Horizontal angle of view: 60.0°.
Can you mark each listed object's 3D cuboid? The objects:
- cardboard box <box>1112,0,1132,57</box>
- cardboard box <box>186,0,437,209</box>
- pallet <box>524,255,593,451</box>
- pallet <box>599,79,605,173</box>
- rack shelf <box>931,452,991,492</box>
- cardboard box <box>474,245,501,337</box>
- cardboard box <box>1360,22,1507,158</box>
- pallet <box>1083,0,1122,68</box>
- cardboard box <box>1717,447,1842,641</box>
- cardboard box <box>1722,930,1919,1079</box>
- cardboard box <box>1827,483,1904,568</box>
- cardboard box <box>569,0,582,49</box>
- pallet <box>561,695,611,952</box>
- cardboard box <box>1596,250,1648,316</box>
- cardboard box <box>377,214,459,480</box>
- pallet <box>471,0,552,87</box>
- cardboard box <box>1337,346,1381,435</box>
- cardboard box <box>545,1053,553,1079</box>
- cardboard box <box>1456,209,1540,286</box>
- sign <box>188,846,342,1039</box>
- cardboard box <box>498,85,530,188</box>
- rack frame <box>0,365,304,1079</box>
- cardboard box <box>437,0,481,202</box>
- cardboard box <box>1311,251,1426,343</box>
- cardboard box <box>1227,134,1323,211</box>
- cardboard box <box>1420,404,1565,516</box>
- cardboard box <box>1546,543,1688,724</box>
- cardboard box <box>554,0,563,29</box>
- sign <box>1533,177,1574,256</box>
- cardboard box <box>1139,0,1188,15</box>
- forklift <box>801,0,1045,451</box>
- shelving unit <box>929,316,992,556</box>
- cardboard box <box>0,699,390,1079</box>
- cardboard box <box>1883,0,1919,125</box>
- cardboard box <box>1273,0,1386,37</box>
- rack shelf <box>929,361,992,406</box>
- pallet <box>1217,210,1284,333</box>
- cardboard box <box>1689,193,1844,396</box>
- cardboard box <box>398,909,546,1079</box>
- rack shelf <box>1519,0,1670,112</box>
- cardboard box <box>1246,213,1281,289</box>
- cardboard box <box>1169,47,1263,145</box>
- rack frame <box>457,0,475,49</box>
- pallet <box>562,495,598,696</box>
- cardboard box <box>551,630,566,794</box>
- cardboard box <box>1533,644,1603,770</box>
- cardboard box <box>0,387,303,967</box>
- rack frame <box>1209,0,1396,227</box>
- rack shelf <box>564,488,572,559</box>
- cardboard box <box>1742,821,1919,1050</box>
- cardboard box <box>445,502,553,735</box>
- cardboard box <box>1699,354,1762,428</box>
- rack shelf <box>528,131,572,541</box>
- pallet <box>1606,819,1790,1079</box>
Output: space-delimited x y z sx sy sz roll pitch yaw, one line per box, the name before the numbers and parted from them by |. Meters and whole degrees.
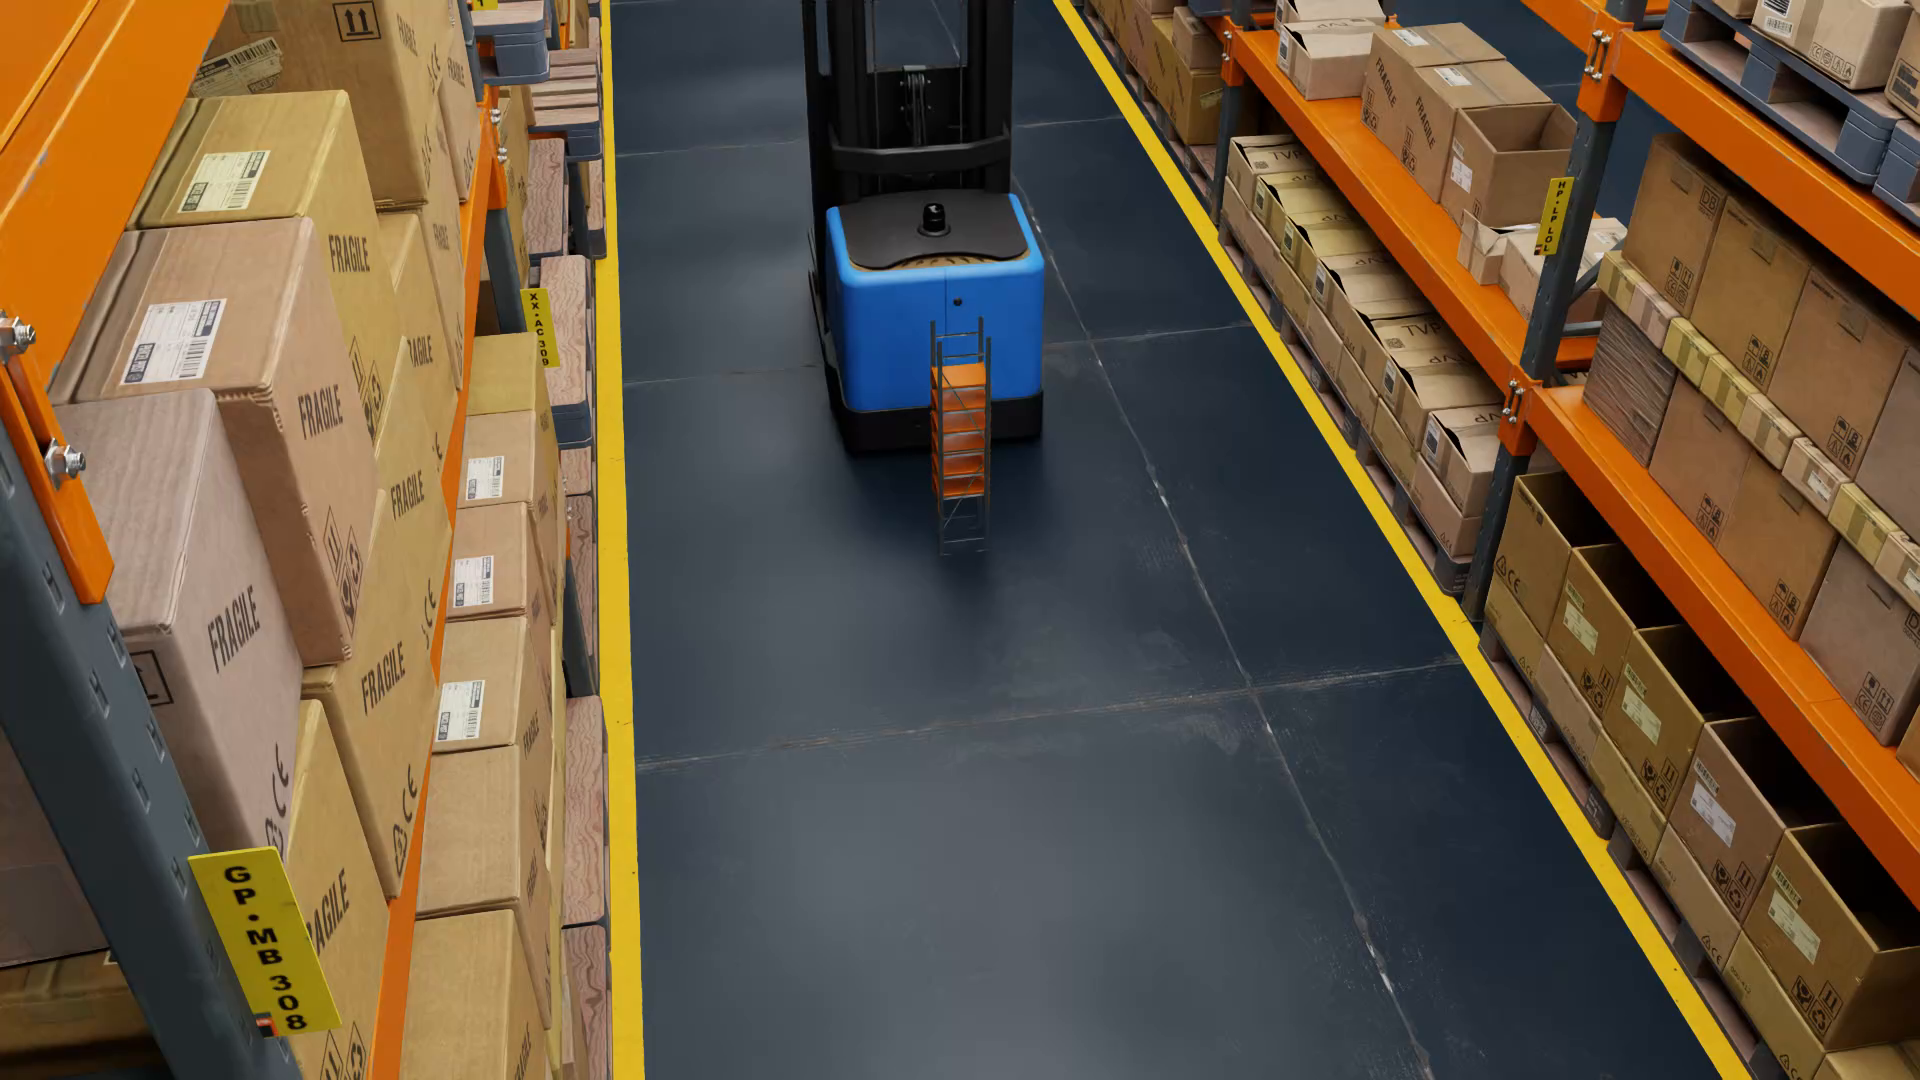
cardboard box | 1.460 -3.965 12.488 0.500 0.500 0.500 -6 38 -7
cardboard box | -1.481 -1.063 3.715 0.500 0.500 0.500 -7 38 -10
pallet | -2.035 -0.755 6.833 1.003 0.211 1.213 -6 38 -8
pallet | -3.020 -2.888 11.695 1.003 0.211 1.213 -6 38 -8
rack shelf | 0.003 -0.335 7.871 0.258 0.103 0.180 -6 38 -8
cardboard box | -2.099 -0.878 6.395 0.700 0.500 0.500 -6 38 -8
cardboard box | 2.441 -2.332 8.626 0.500 0.500 0.500 -8 39 -10
pallet | 1.610 -4.132 13.297 1.003 0.211 1.213 -6 38 -8
cardboard box | 3.099 -0.040 5.674 0.700 0.500 0.500 -6 38 -7
cardboard box | 2.960 1.553 5.605 0.500 0.250 0.500 -6 38 -8
cardboard box | 2.964 -0.066 5.180 0.380 0.149 0.250 -7 38 -8
cardboard box | -2.892 -3.075 11.072 0.750 0.750 0.750 -6 38 -8
pallet | -1.891 1.149 6.498 1.003 0.211 1.213 -6 38 -8
cardboard box | 2.689 -1.001 6.383 0.380 0.149 0.250 -6 38 -8
cardboard box | -1.424 -0.361 3.627 0.500 0.500 0.500 -4 38 -5
pallet | -2.047 -1.848 5.792 1.213 0.211 1.003 -6 38 -8
cardboard box | 2.297 -0.803 8.637 0.500 0.250 0.500 -5 38 -7
cardboard box | -1.221 1.473 3.915 0.500 0.250 0.500 -7 38 -9
cardboard box | 2.498 -1.347 7.548 0.396 0.266 0.258 -7 38 -9
sign | -0.808 0.474 1.937 0.100 0.325 0.005 -6 38 -8
cardboard box | -2.413 -1.950 7.775 0.700 0.500 0.500 -6 38 -8
rack frame | -1.339 -0.307 1.210 0.949 2.616 0.053 -6 38 -8
cardboard box | -1.711 -1.306 4.843 0.500 0.500 0.500 -5 38 -7
cardboard box | 2.212 -1.323 8.850 0.500 0.311 0.500 -7 38 -9
cardboard box | 1.934 -2.258 10.054 0.500 0.311 0.500 -5 38 -6
cardboard box | 2.479 -0.404 7.667 0.500 0.311 0.500 -6 38 -8
cardboard box | 2.701 0.350 6.542 0.500 0.500 0.500 -6 38 -8
cardboard box | -2.578 -3.255 9.555 0.500 0.500 0.500 -5 38 -7
sign | 2.300 -1.250 6.435 0.100 0.325 0.005 -6 38 -8
cardboard box | 1.539 -3.978 11.893 0.500 0.250 0.500 -7 38 -9
forklift | -0.307 -2.522 9.007 1.130 2.935 3.031 -6 38 -7
shelving unit | 0.003 -0.465 7.771 0.258 1.200 0.189 -6 38 -8
cardboard box | -1.155 0.602 2.388 0.500 0.500 0.500 -5 38 -7
cardboard box | 2.997 -1.327 4.427 0.797 0.503 0.637 -2 38 -3
cardboard box | 2.152 -3.045 9.697 0.500 0.311 0.500 -4 38 -5
rack shelf | 0.003 -0.714 7.577 0.258 0.103 0.180 -6 38 -8
pallet | 2.237 -1.702 10.169 1.003 0.211 1.213 -6 38 -8
cardboard box | 3.006 -0.868 5.683 0.700 0.500 0.500 -6 38 -8
cardboard box | -1.207 1.197 3.659 0.500 0.500 0.500 -6 38 -8
rack shelf | 2.482 -2.997 7.704 1.077 0.370 4.000 -6 38 -8
cardboard box | 2.023 -1.733 9.835 0.500 0.250 0.500 -7 38 -9
cardboard box | 1.736 -3.031 11.285 0.500 0.500 0.500 -5 38 -6
rack frame | -2.044 -2.723 4.320 1.000 3.000 0.127 -6 38 -8
pallet | -2.182 0.277 7.621 1.003 0.211 1.213 -6 38 -8
cardboard box | -1.480 0.555 5.096 0.500 0.250 0.500 -6 38 -8
cardboard box | 2.698 0.647 6.772 0.500 0.250 0.500 -6 38 -8
cardboard box | -1.171 0.177 2.120 0.500 0.500 0.500 -9 39 -11
rack frame | 2.131 -3.305 9.959 1.000 3.000 0.127 -6 38 -8
rack shelf | -1.693 1.138 4.826 1.077 0.370 4.000 -6 38 -8
cardboard box | 2.957 1.257 5.375 0.500 0.500 0.500 -6 38 -8
cardboard box | -1.486 0.260 4.865 0.500 0.500 0.500 -7 38 -9
cardboard box | 2.827 -0.536 5.784 0.380 0.149 0.250 -7 38 -8
rack shelf | -2.394 -1.278 7.936 1.077 0.370 4.000 -6 38 -8
pallet | 3.148 1.436 6.130 1.003 0.211 1.213 -6 38 -8
